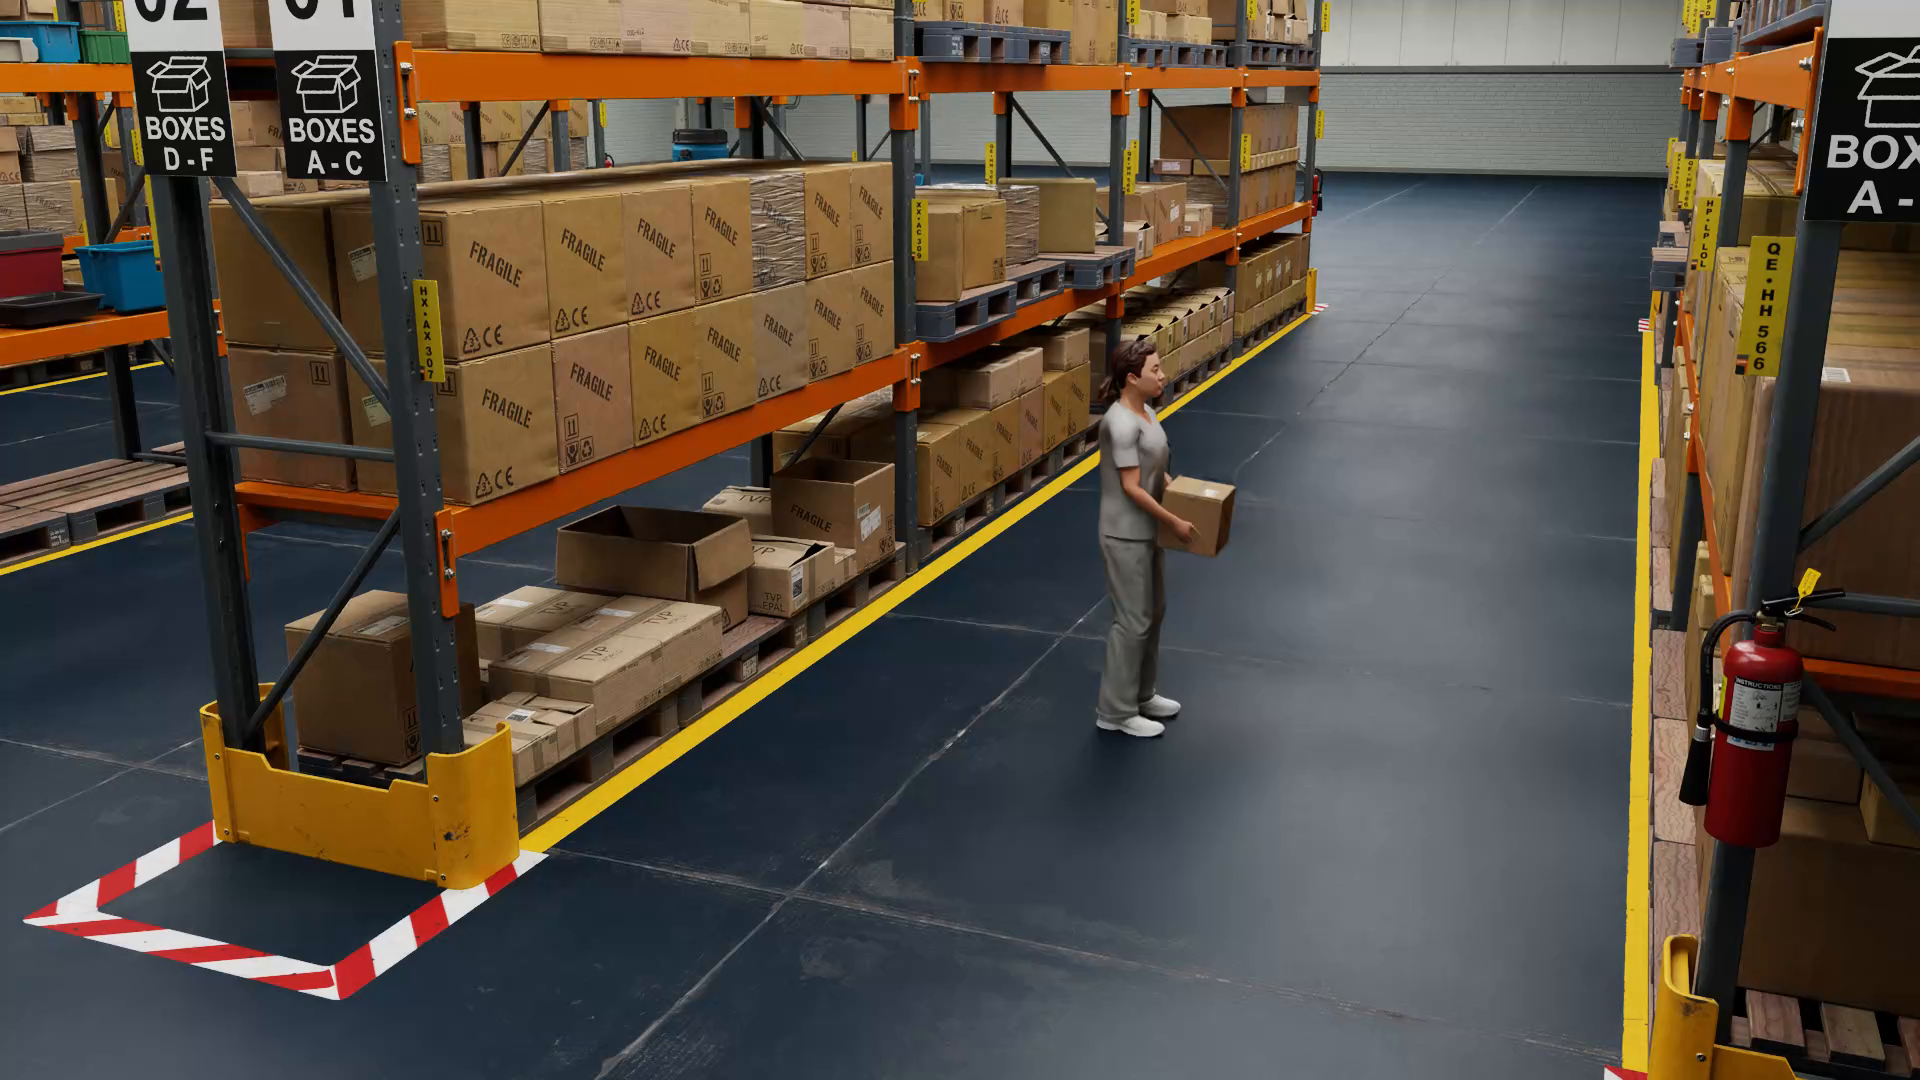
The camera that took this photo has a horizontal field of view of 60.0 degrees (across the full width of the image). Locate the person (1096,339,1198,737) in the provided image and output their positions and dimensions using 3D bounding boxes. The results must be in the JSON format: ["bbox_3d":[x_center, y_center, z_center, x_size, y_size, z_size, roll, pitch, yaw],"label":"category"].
[{"bbox_3d":[0.805,-0.013,7.070,0.503,1.674,0.461,6,17,20],"label":"person"}]
